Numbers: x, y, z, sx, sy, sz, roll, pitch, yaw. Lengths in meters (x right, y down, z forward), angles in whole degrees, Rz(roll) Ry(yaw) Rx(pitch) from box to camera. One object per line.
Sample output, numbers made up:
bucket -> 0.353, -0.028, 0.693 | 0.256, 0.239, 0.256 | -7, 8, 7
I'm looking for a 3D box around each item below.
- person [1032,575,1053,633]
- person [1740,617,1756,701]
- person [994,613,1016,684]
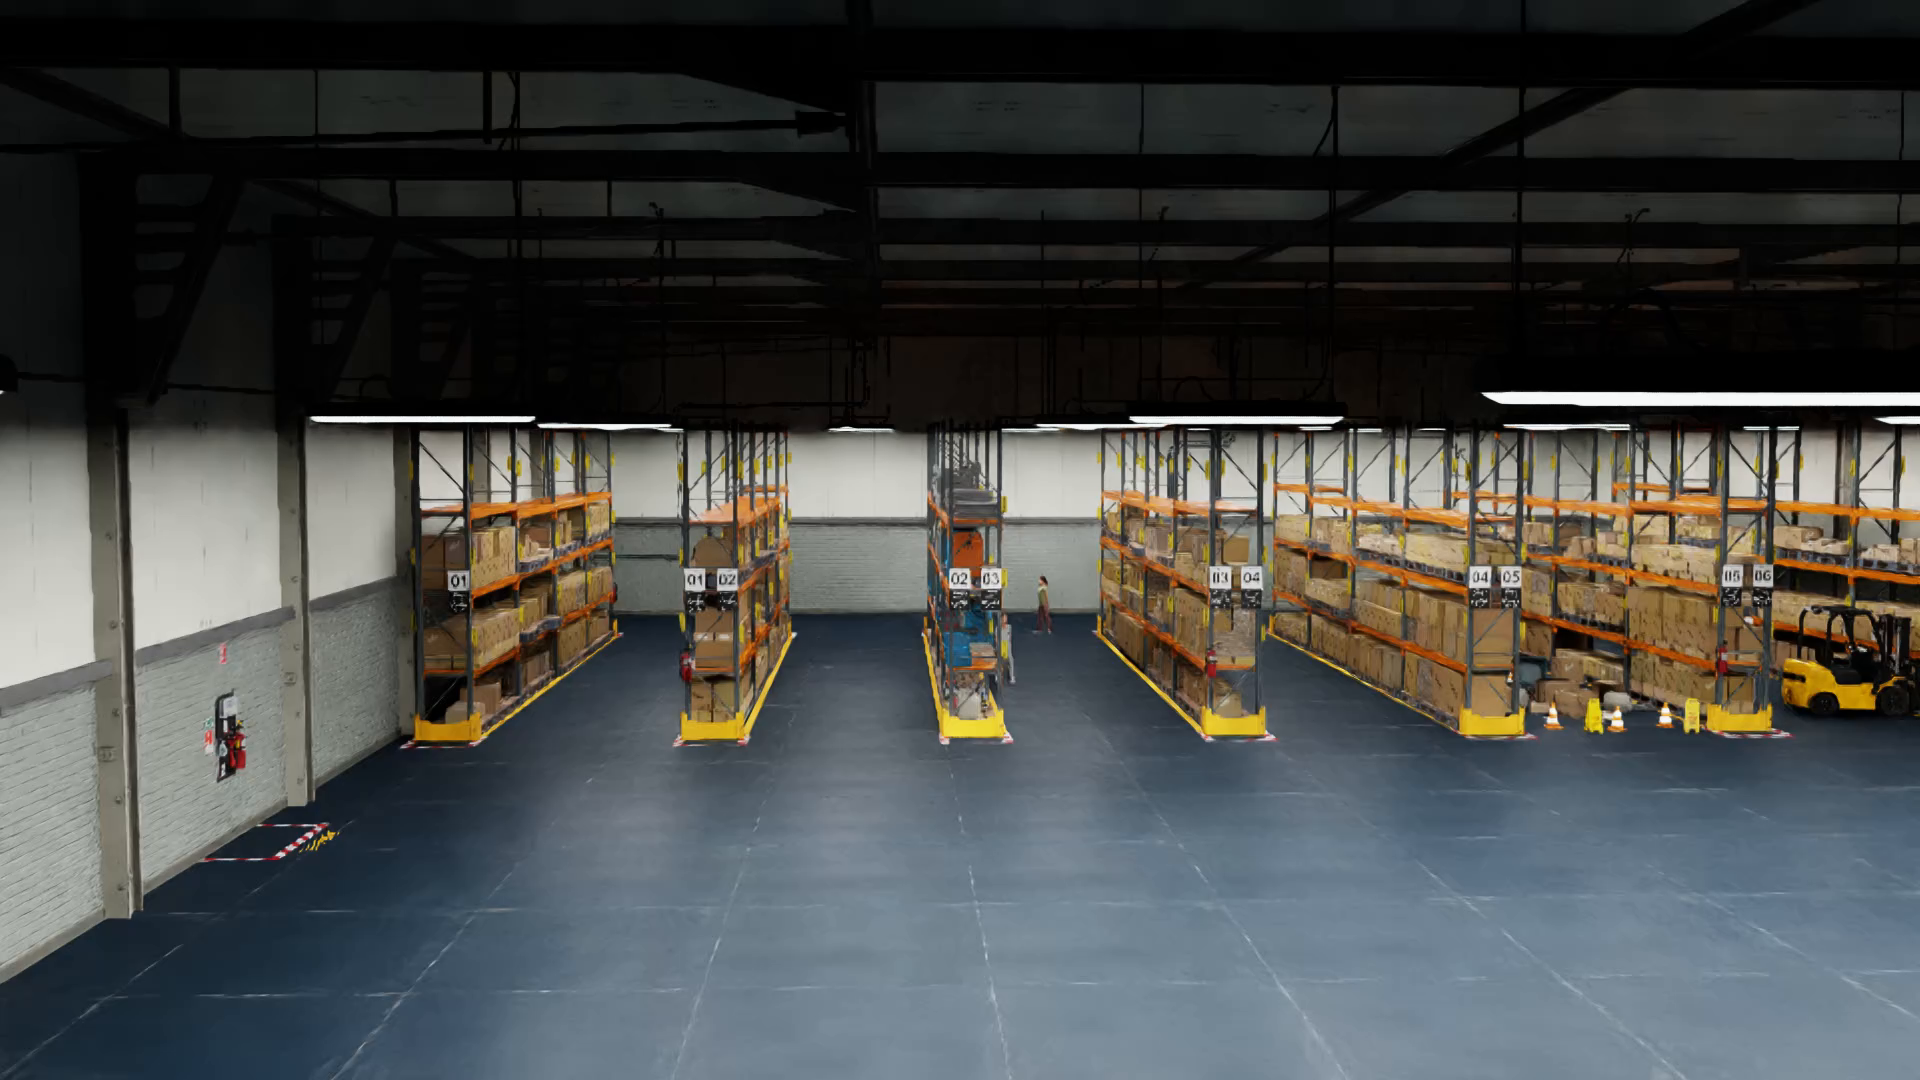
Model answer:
person -> 2.395, 1.836, 47.609 | 0.517, 1.668, 0.575 | -1, 4, -17
person -> 16.835, 2.531, 35.667 | 0.493, 1.785, 0.616 | 2, 4, 27
person -> 0.993, 2.468, 38.081 | 0.444, 1.604, 1.016 | -1, 4, -11
